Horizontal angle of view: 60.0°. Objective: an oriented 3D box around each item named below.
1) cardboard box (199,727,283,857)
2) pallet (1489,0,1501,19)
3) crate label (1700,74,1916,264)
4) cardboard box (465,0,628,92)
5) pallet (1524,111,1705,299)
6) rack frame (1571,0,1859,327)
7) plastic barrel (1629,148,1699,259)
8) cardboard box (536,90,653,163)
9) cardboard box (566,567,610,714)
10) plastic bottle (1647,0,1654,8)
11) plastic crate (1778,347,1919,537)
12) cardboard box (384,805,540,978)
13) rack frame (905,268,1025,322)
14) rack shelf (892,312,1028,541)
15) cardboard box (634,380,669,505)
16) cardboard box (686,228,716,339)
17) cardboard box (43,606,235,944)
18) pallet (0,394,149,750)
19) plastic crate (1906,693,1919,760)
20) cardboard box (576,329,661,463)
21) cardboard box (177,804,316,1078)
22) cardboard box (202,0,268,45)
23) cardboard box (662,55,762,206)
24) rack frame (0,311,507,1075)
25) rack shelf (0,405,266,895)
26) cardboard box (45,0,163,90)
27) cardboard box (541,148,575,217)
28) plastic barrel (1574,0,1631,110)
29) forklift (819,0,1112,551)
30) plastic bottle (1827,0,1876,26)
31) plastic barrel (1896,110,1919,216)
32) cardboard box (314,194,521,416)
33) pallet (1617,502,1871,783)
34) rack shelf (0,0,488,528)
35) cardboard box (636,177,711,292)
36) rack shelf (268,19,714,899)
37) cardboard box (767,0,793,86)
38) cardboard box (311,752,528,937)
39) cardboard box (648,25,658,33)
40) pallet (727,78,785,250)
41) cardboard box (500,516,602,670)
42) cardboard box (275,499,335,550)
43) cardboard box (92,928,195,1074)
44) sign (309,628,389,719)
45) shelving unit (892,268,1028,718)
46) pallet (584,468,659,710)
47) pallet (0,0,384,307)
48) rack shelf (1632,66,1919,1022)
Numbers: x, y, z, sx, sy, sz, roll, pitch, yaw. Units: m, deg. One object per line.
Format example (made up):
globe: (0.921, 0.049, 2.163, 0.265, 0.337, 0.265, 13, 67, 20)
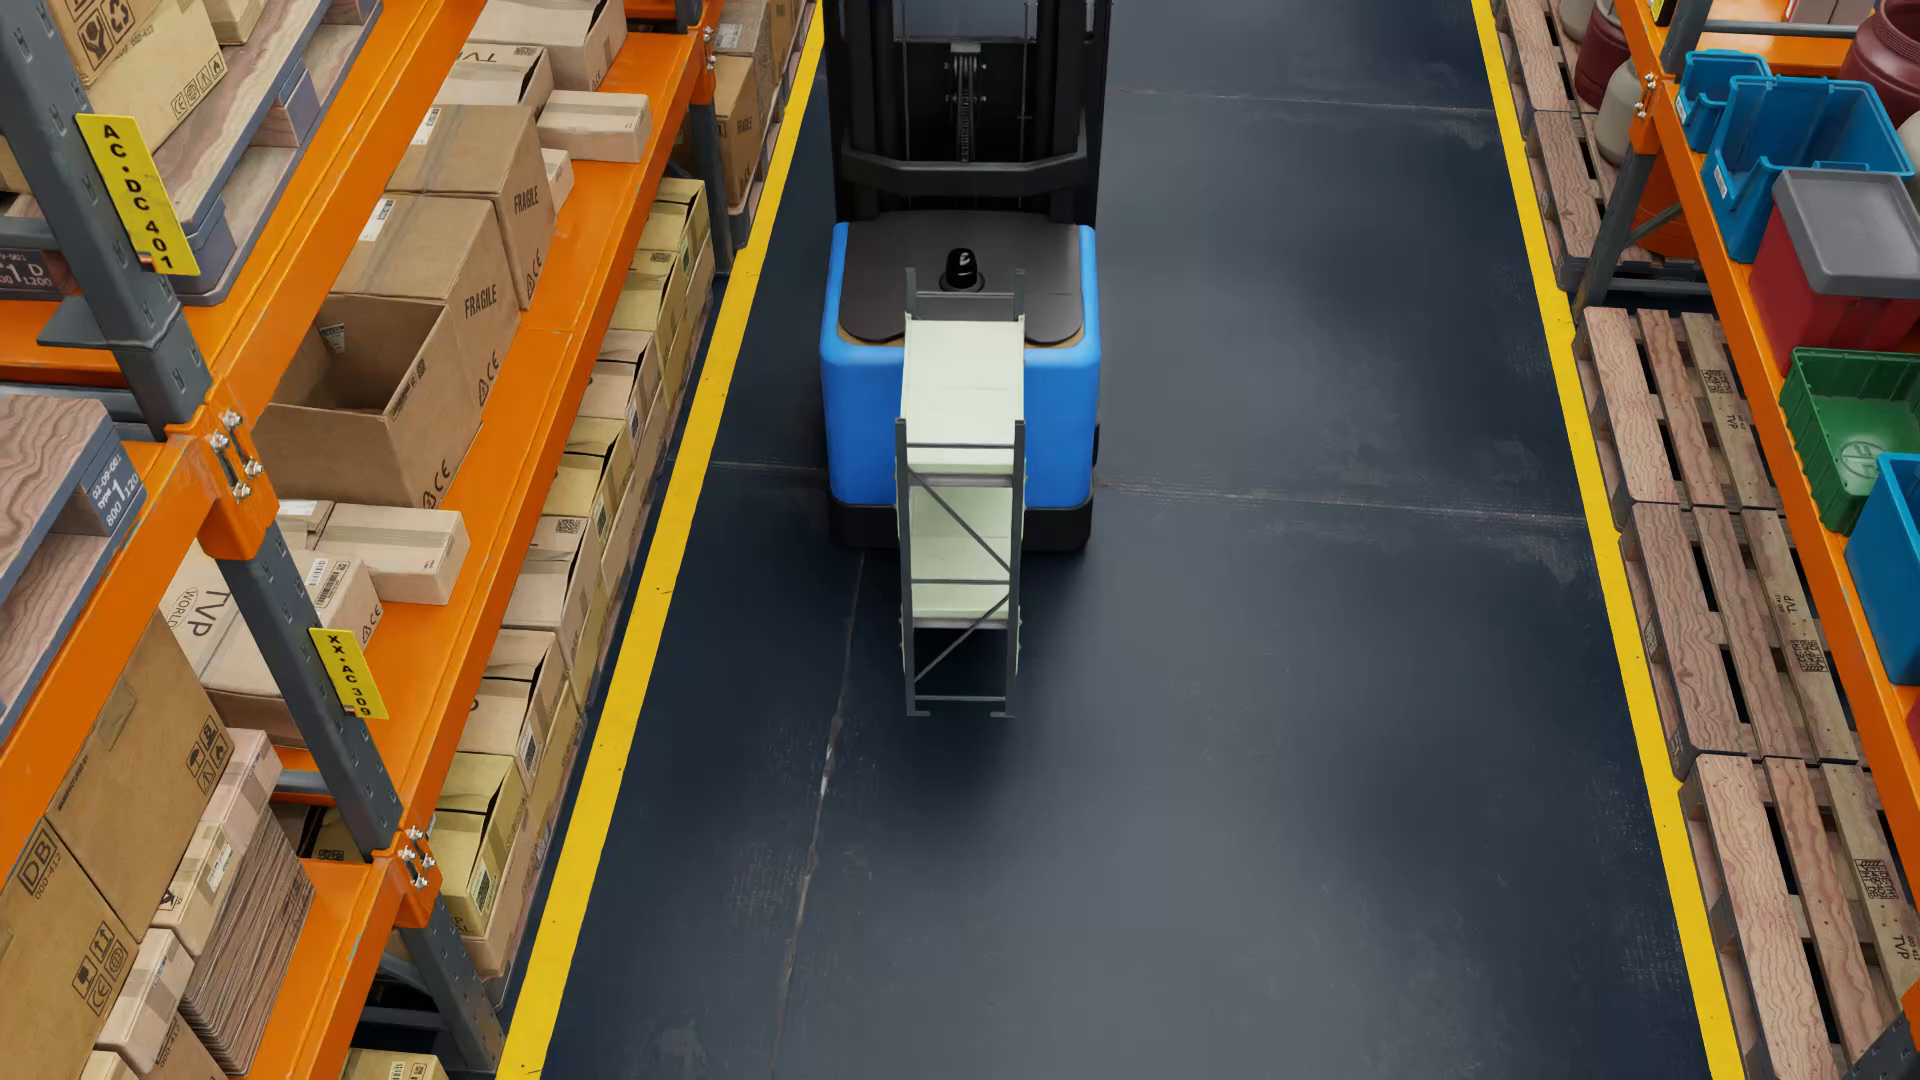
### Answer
cardboard box: (-1.765, 0.554, 3.729, 0.380, 0.149, 0.250, 4, 48, 3)
pallet: (3.596, -3.445, 9.784, 1.003, 0.211, 1.213, 4, 48, 4)
crate label: (2.984, -1.311, 5.918, 0.502, 0.435, 0.616, 4, 48, 4)
cardboard box: (-1.665, -2.052, 6.681, 0.500, 0.311, 0.500, 7, 48, 6)
pallet: (3.374, -1.652, 8.144, 1.003, 0.211, 1.213, 4, 48, 4)
rack frame: (3.344, -2.011, 6.582, 1.000, 3.000, 0.127, 4, 48, 4)
plastic barrel: (3.371, -1.781, 7.558, 0.600, 0.830, 0.708, 4, 48, 4)
cardboard box: (-1.396, -1.582, 6.361, 0.380, 0.149, 0.250, 4, 48, 4)
cardboard box: (-1.578, 0.343, 6.008, 0.500, 0.250, 0.500, 3, 48, 2)
plastic bottle: (2.984, -2.353, 7.030, 0.097, 0.201, 0.097, 0, 48, 0)
plastic crate: (2.857, -0.299, 5.160, 0.450, 0.188, 0.662, 4, 48, 4)
cardboard box: (-1.670, 1.099, 5.317, 0.500, 0.250, 0.500, 3, 48, 3)
rack frame: (0.017, -0.396, 6.122, 0.400, 1.500, 0.023, 1, 48, 1)
rack shelf: (0.009, -0.389, 5.587, 0.431, 0.370, 0.720, 1, 48, 1)
cardboard box: (-1.486, -0.409, 6.696, 0.500, 0.250, 0.500, 5, 48, 4)
cardboard box: (-1.394, -1.157, 7.380, 0.500, 0.250, 0.500, 5, 48, 4)
cardboard box: (-1.988, 0.448, 3.387, 0.700, 0.500, 0.500, 4, 48, 4)
pallet: (-2.005, 0.239, 2.552, 1.003, 0.211, 1.213, 4, 48, 4)
plastic crate: (2.718, 0.531, 4.215, 0.402, 0.464, 0.583, 4, 48, 4)
cardboard box: (-1.481, -0.595, 6.486, 0.500, 0.311, 0.500, 4, 48, 3)
cardboard box: (-1.988, 0.885, 3.866, 0.700, 0.500, 0.500, 3, 48, 3)
cardboard box: (-1.840, -1.367, 3.777, 0.500, 0.250, 0.500, 0, 48, 0)
cardboard box: (-1.263, -1.967, 7.938, 0.500, 0.500, 0.500, 6, 48, 5)
rack frame: (-1.953, 0.593, 4.201, 1.000, 3.000, 0.127, 4, 48, 4)
rack shelf: (-2.136, 1.293, 2.015, 1.077, 0.370, 4.000, 4, 48, 4)
cardboard box: (-1.858, -1.214, 3.130, 0.500, 0.500, 0.500, 4, 48, 4)
cardboard box: (-1.649, -1.321, 6.122, 0.380, 0.149, 0.250, 7, 48, 6)
plastic barrel: (3.474, -2.529, 8.406, 0.600, 0.588, 0.708, 4, 48, 4)
forklift: (0.031, -2.020, 6.637, 1.130, 2.935, 3.031, 1, 48, 1)
plastic bottle: (3.705, -2.265, 6.899, 0.152, 0.276, 0.135, 4, 48, 4)
plastic barrel: (3.463, -1.278, 5.836, 0.421, 0.512, 0.421, 0, 48, 0)
cardboard box: (-1.773, -0.759, 5.370, 0.500, 0.500, 0.500, 4, 48, 4)
pallet: (3.121, 0.391, 6.275, 1.003, 0.211, 1.213, 4, 48, 4)
rack shelf: (-1.771, -1.647, 4.704, 1.077, 0.370, 4.000, 4, 48, 4)
cardboard box: (-1.391, -1.348, 7.175, 0.500, 0.311, 0.500, 5, 48, 5)
rack shelf: (-1.771, -0.634, 5.811, 1.077, 0.370, 4.000, 4, 48, 4)
cardboard box: (-1.170, -2.720, 8.627, 0.500, 0.500, 0.500, 3, 48, 3)
cardboard box: (-1.668, 0.903, 5.116, 0.500, 0.311, 0.500, 4, 48, 4)
cardboard box: (-1.737, -2.355, 8.293, 0.500, 0.500, 0.500, 6, 48, 5)
pallet: (-1.483, -1.952, 8.418, 1.003, 0.211, 1.213, 4, 48, 4)
cardboard box: (-1.571, 0.155, 5.800, 0.500, 0.311, 0.500, 2, 48, 2)
cardboard box: (-2.056, -0.020, 4.853, 0.396, 0.266, 0.258, 3, 48, 3)
cardboard box: (-1.811, 0.928, 3.387, 0.380, 0.149, 0.250, 3, 48, 2)
sign: (-1.401, 0.310, 3.819, 0.100, 0.325, 0.005, 4, 48, 4)
shelving unit: (0.009, -0.126, 5.875, 0.431, 1.500, 0.755, 1, 48, 1)
pallet: (-1.816, 0.091, 6.550, 1.003, 0.211, 1.213, 4, 48, 4)
pallet: (-1.886, -1.004, 3.758, 0.805, 0.209, 1.217, 2, 48, 2)
rack shelf: (3.161, -0.298, 5.504, 1.077, 0.370, 4.000, 4, 48, 4)
